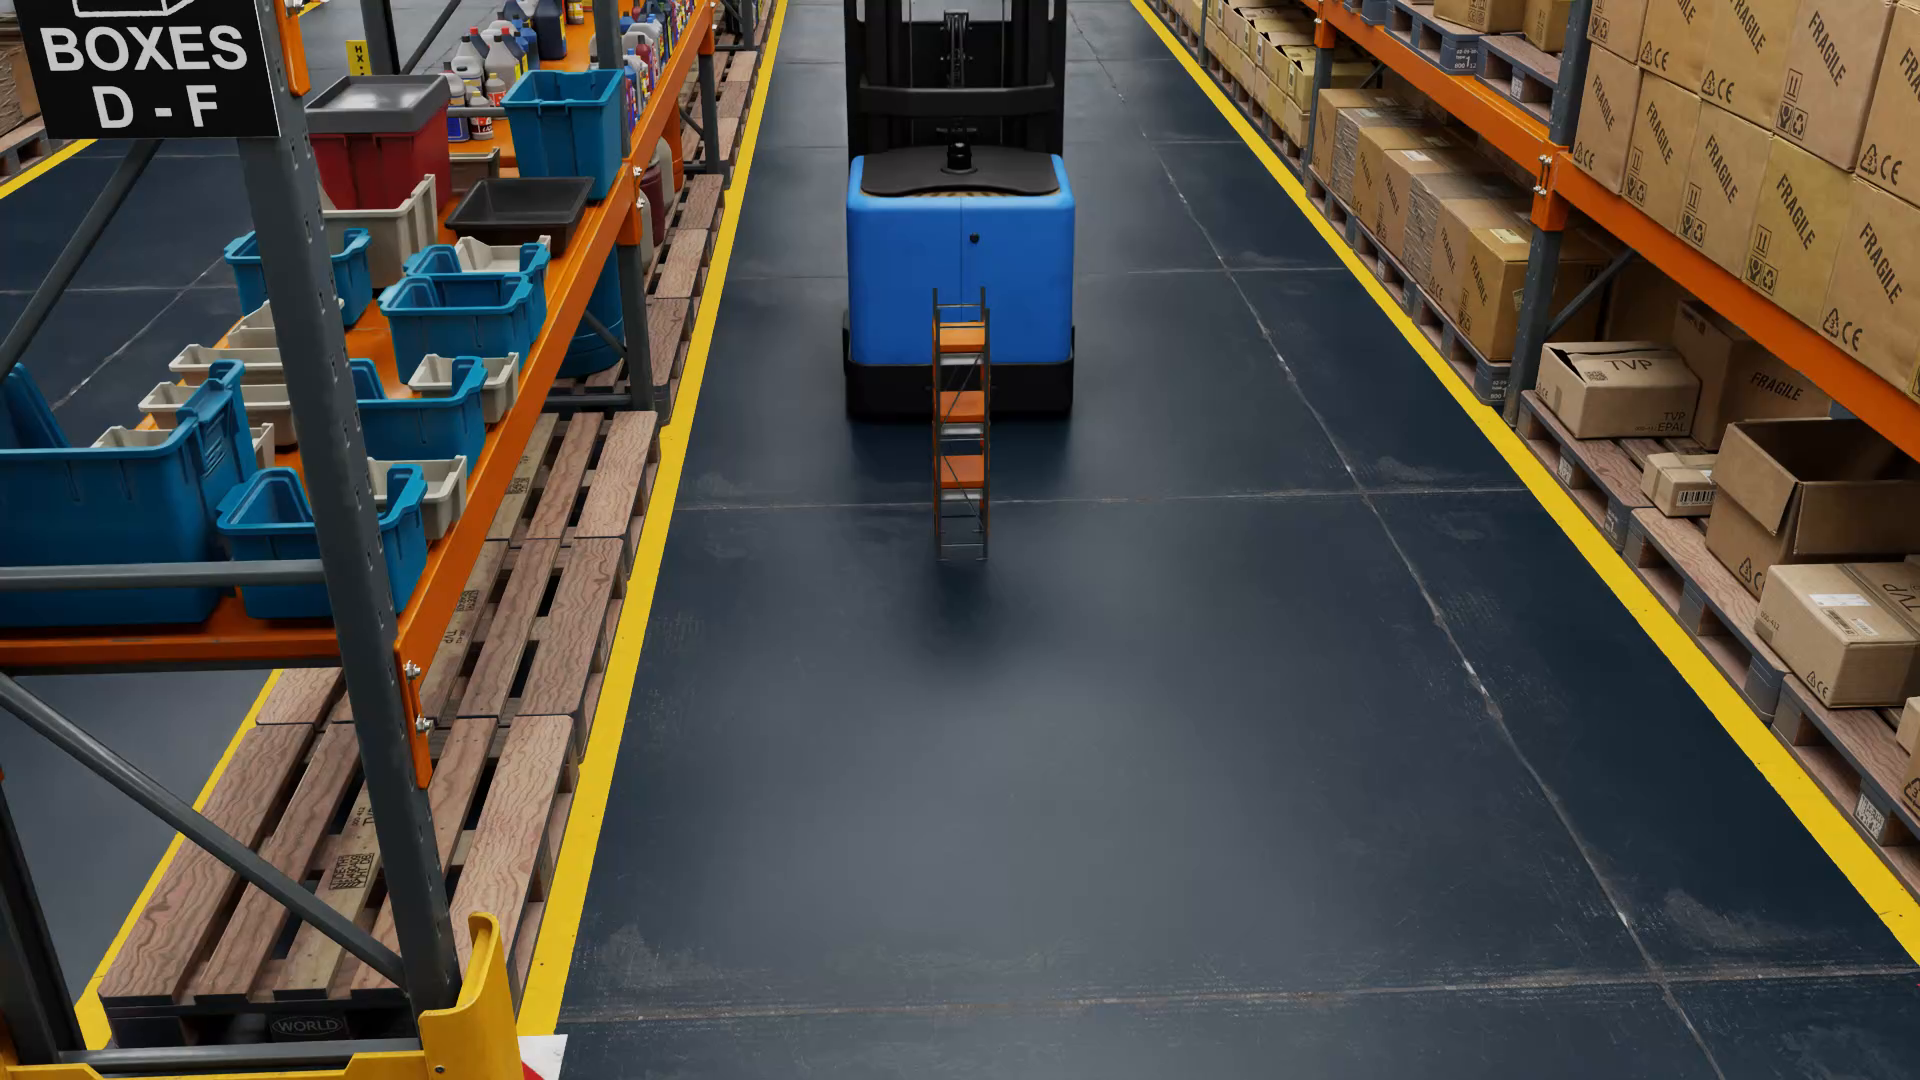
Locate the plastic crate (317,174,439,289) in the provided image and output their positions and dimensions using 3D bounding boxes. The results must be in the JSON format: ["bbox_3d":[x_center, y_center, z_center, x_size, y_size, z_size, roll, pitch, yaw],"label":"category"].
[{"bbox_3d":[-1.992,-1.031,5.547,0.437,0.282,0.530,-1,28,-3],"label":"plastic crate"}]

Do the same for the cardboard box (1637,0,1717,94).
[{"bbox_3d":[2.830,-1.910,5.978,0.500,0.500,0.500,-2,28,-4],"label":"cardboard box"}]

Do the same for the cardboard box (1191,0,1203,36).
[{"bbox_3d":[2.399,-4.755,15.143,0.500,0.250,0.500,-1,28,-3],"label":"cardboard box"}]

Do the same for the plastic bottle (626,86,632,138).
[{"bbox_3d":[-1.481,-1.895,7.265,0.061,0.283,0.133,-1,28,-3],"label":"plastic bottle"}]

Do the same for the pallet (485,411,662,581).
[{"bbox_3d":[-1.811,-0.192,6.889,1.003,0.211,1.213,-1,28,-3],"label":"pallet"}]

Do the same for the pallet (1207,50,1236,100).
[{"bbox_3d":[2.719,-4.003,14.198,1.003,0.211,1.213,-1,28,-3],"label":"pallet"}]

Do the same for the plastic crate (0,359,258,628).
[{"bbox_3d":[-1.883,-0.112,3.618,0.616,0.435,0.499,-1,28,-3],"label":"plastic crate"}]

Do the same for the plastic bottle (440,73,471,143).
[{"bbox_3d":[-2.231,-1.886,7.256,0.152,0.276,0.135,-1,28,-3],"label":"plastic bottle"}]

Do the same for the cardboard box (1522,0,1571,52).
[{"bbox_3d":[3.158,-2.655,8.035,0.700,0.500,0.500,3,28,5],"label":"cardboard box"}]

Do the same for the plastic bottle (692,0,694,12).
[{"bbox_3d":[-1.662,-3.296,10.040,0.097,0.201,0.097,0,28,0],"label":"plastic bottle"}]

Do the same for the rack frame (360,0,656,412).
[{"bbox_3d":[-1.888,-1.767,6.894,1.000,3.000,0.127,-1,28,-3],"label":"rack frame"}]

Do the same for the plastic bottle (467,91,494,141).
[{"bbox_3d":[-2.108,-1.864,7.296,0.097,0.201,0.097,0,28,0],"label":"plastic bottle"}]

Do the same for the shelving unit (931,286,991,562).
[{"bbox_3d":[0.003,-0.441,6.460,0.215,1.050,0.252,-1,28,-3],"label":"shelving unit"}]

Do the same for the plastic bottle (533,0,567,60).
[{"bbox_3d":[-2.175,-2.736,8.805,0.144,0.351,0.185,-1,28,-3],"label":"plastic bottle"}]

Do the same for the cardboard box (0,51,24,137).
[{"bbox_3d":[-7.140,-3.146,11.765,0.700,0.500,0.500,-4,28,-7],"label":"cardboard box"}]

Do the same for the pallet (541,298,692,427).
[{"bbox_3d":[-1.887,-0.888,8.224,1.003,0.211,1.213,-1,28,-3],"label":"pallet"}]

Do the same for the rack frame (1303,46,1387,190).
[{"bbox_3d":[2.850,-3.732,10.662,1.000,3.000,0.127,-1,28,-3],"label":"rack frame"}]

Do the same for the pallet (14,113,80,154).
[{"bbox_3d":[-7.143,-3.181,12.621,1.003,0.211,1.213,-1,28,-3],"label":"pallet"}]

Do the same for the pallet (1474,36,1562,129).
[{"bbox_3d":[3.126,-2.171,7.877,1.003,0.211,1.213,-1,28,-3],"label":"pallet"}]

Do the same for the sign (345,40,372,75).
[{"bbox_3d":[-2.437,-1.877,6.806,0.100,0.325,0.005,-1,28,-3],"label":"sign"}]

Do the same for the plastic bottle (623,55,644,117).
[{"bbox_3d":[-1.551,-2.104,7.674,0.152,0.276,0.135,-1,28,-3],"label":"plastic bottle"}]

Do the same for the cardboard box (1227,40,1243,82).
[{"bbox_3d":[2.470,-3.879,13.462,0.500,0.250,0.500,-2,28,-4],"label":"cardboard box"}]

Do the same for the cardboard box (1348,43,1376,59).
[{"bbox_3d":[3.080,-3.439,12.013,0.500,0.311,0.500,-2,28,-4],"label":"cardboard box"}]

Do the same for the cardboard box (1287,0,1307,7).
[{"bbox_3d":[2.982,-4.375,13.807,0.500,0.311,0.500,-1,28,-1],"label":"cardboard box"}]

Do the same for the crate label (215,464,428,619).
[{"bbox_3d":[-1.363,0.006,3.611,0.416,0.233,0.303,-1,28,-3],"label":"crate label"}]

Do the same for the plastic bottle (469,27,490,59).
[{"bbox_3d":[-2.272,-2.247,7.868,0.144,0.351,0.185,-1,28,-3],"label":"plastic bottle"}]

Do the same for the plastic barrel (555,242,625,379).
[{"bbox_3d":[-1.899,-1.274,7.764,0.600,0.901,0.708,-1,28,-3],"label":"plastic barrel"}]

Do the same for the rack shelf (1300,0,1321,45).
[{"bbox_3d":[2.746,-4.337,12.599,1.077,0.370,4.000,-1,28,-3],"label":"rack shelf"}]

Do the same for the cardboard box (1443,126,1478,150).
[{"bbox_3d":[3.160,-2.153,9.862,0.500,0.500,0.500,-2,28,-5],"label":"cardboard box"}]

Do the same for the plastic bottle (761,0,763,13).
[{"bbox_3d":[-1.975,-5.234,15.930,0.144,0.351,0.185,0,28,-1],"label":"plastic bottle"}]

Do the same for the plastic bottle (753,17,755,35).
[{"bbox_3d":[-1.890,-4.620,14.915,0.097,0.201,0.097,0,28,0],"label":"plastic bottle"}]

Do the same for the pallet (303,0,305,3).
[{"bbox_3d":[-7.450,-5.541,17.146,1.003,0.211,1.213,-1,28,-3],"label":"pallet"}]

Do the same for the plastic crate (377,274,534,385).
[{"bbox_3d":[-1.432,-0.602,4.777,0.416,0.233,0.300,-1,28,-3],"label":"plastic crate"}]

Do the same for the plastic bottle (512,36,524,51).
[{"bbox_3d":[-2.153,-2.297,8.050,0.097,0.271,0.097,0,28,0],"label":"plastic bottle"}]

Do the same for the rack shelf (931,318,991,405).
[{"bbox_3d":[0.003,-0.683,6.333,0.215,0.259,0.240,-1,28,-3],"label":"rack shelf"}]

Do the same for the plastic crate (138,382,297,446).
[{"bbox_3d":[-1.903,-0.336,4.370,0.396,0.136,0.243,-1,28,-3],"label":"plastic crate"}]

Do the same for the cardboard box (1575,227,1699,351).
[{"bbox_3d":[3.277,-1.201,8.036,0.500,0.500,0.500,-3,28,-5],"label":"cardboard box"}]

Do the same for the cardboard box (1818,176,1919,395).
[{"bbox_3d":[2.921,-0.752,4.840,0.500,0.500,0.500,-1,28,-2],"label":"cardboard box"}]

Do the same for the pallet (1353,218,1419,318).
[{"bbox_3d":[2.912,-1.588,9.566,1.003,0.211,1.213,-1,28,-3],"label":"pallet"}]

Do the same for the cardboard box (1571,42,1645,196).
[{"bbox_3d":[2.813,-1.687,6.633,0.500,0.500,0.500,-1,28,-1],"label":"cardboard box"}]

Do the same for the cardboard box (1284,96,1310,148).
[{"bbox_3d":[2.579,-2.936,11.655,0.500,0.250,0.500,-1,28,-1],"label":"cardboard box"}]

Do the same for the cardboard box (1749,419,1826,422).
[{"bbox_3d":[3.411,-0.285,6.484,0.500,0.311,0.500,-1,28,-3],"label":"cardboard box"}]

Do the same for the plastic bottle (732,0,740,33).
[{"bbox_3d":[-2.035,-4.755,15.086,0.061,0.283,0.133,-1,28,-3],"label":"plastic bottle"}]

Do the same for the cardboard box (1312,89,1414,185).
[{"bbox_3d":[2.588,-2.602,10.722,0.500,0.500,0.500,0,28,0],"label":"cardboard box"}]

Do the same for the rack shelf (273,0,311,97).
[{"bbox_3d":[-1.783,-1.854,4.596,1.077,0.370,4.000,-1,28,-3],"label":"rack shelf"}]

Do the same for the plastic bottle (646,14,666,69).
[{"bbox_3d":[-1.576,-2.567,8.566,0.097,0.271,0.097,0,28,0],"label":"plastic bottle"}]

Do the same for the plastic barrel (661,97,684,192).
[{"bbox_3d":[-2.054,-2.612,10.408,0.600,0.830,0.708,-1,28,-3],"label":"plastic barrel"}]

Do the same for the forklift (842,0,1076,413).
[{"bbox_3d":[-0.029,-2.528,8.427,1.130,2.935,3.031,-1,28,-1],"label":"forklift"}]

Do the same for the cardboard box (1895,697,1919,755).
[{"bbox_3d":[3.062,0.589,4.964,0.380,0.166,0.250,-1,28,-3],"label":"cardboard box"}]

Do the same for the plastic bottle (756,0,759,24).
[{"bbox_3d":[-1.943,-4.952,15.389,0.144,0.351,0.185,-3,28,-5],"label":"plastic bottle"}]

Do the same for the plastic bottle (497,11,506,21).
[{"bbox_3d":[-2.353,-2.566,8.552,0.061,0.283,0.133,-1,28,-3],"label":"plastic bottle"}]

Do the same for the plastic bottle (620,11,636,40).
[{"bbox_3d":[-1.725,-2.608,8.646,0.097,0.271,0.097,0,28,0],"label":"plastic bottle"}]

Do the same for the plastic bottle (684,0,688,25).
[{"bbox_3d":[-1.640,-3.130,9.647,0.097,0.271,0.097,0,28,0],"label":"plastic bottle"}]

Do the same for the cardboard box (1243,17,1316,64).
[{"bbox_3d":[2.496,-3.888,12.874,0.500,0.311,0.500,-1,28,-1],"label":"cardboard box"}]

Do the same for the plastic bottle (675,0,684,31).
[{"bbox_3d":[-1.629,-3.040,9.475,0.097,0.271,0.097,0,28,0],"label":"plastic bottle"}]

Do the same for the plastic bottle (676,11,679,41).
[{"bbox_3d":[-1.614,-2.874,9.232,0.097,0.201,0.097,0,28,0],"label":"plastic bottle"}]

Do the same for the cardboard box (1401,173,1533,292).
[{"bbox_3d":[2.704,-1.652,8.902,0.500,0.500,0.500,-1,28,-2],"label":"cardboard box"}]
